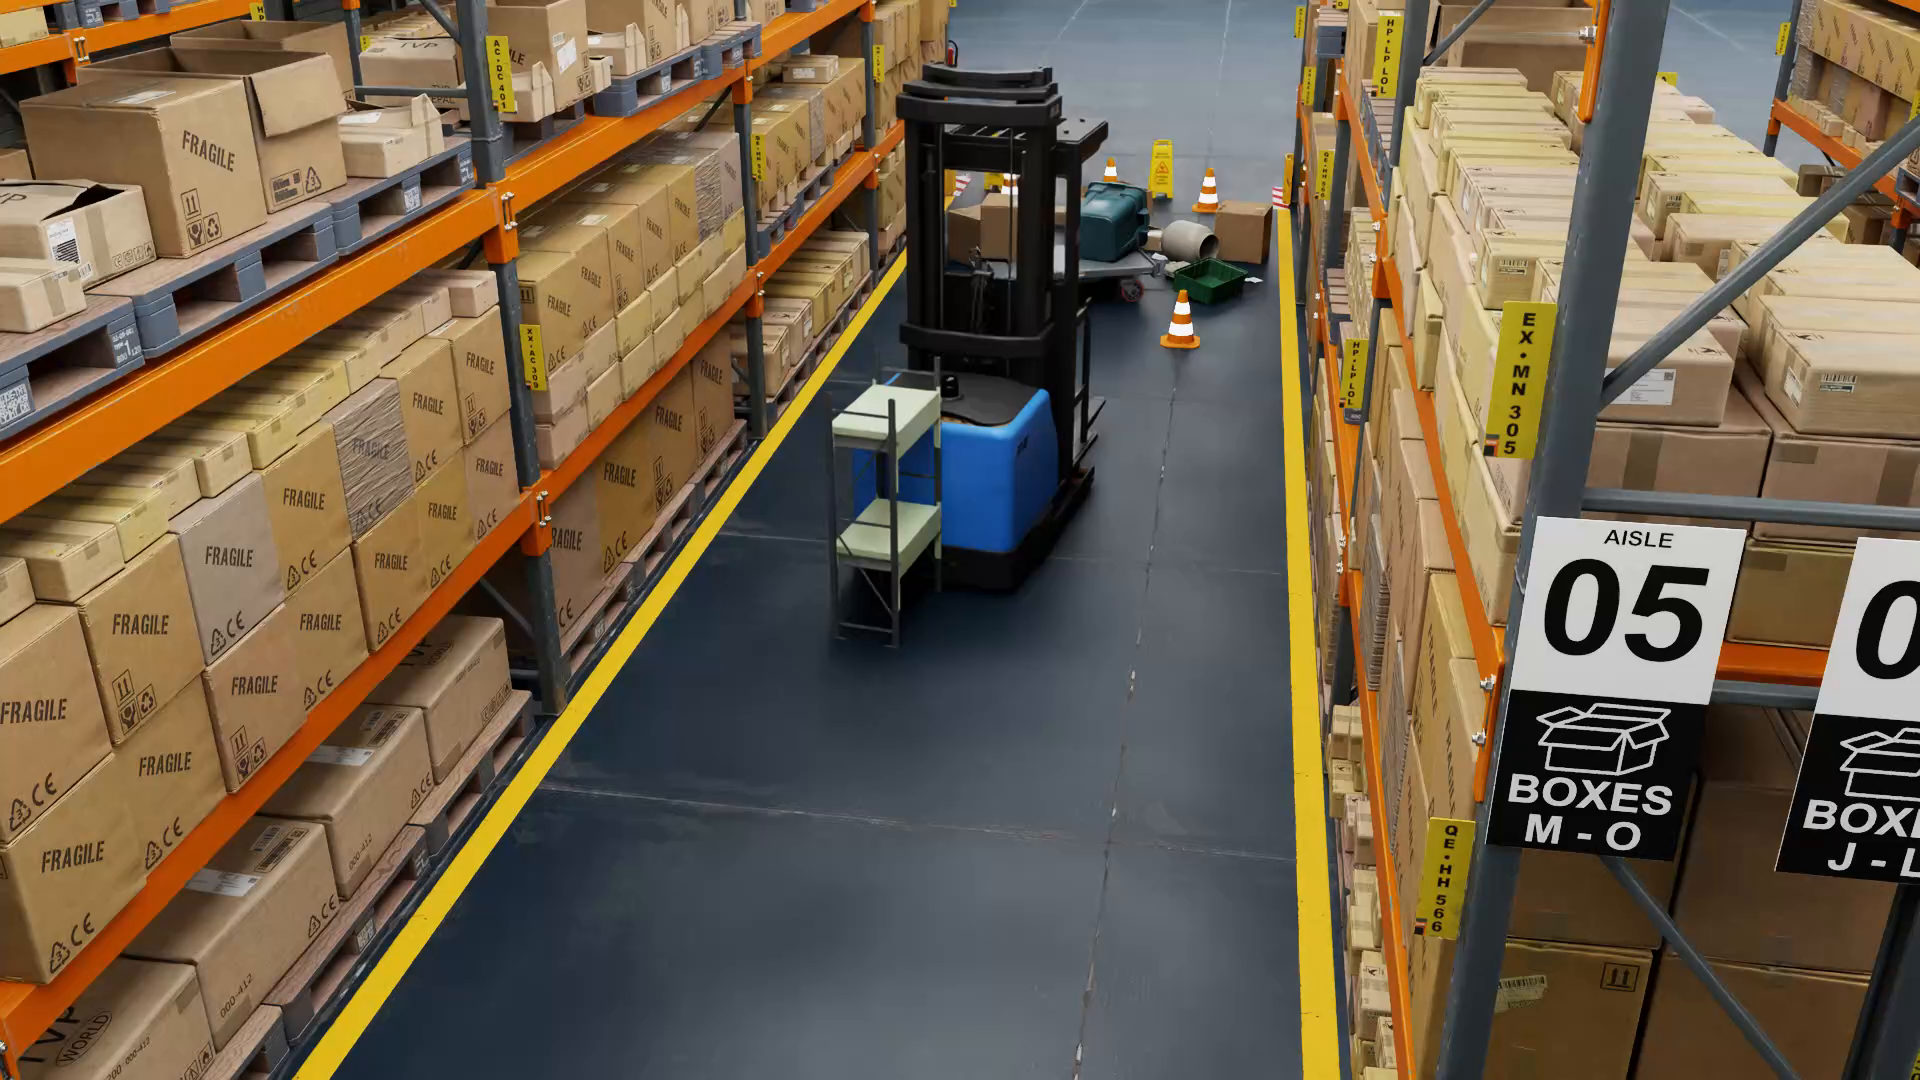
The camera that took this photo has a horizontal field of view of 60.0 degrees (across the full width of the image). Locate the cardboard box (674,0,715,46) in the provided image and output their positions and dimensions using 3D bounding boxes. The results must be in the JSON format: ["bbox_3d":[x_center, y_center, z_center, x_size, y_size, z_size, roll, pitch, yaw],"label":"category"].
[{"bbox_3d":[-1.913,-3.322,10.156,0.700,0.500,0.500,3,25,6],"label":"cardboard box"}]

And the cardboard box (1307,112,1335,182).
[{"bbox_3d":[3.264,-3.371,14.296,0.500,0.500,0.500,4,25,9],"label":"cardboard box"}]

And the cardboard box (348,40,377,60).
[{"bbox_3d":[-5.837,-4.757,16.140,0.380,0.149,0.250,5,25,10],"label":"cardboard box"}]

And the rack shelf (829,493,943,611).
[{"bbox_3d":[-0.419,0.059,9.623,0.431,0.370,0.720,8,26,17],"label":"rack shelf"}]

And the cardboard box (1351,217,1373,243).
[{"bbox_3d":[2.654,-1.907,10.386,0.380,0.149,0.250,3,25,7],"label":"cardboard box"}]

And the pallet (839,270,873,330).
[{"bbox_3d":[-1.410,-2.239,15.284,1.003,0.211,1.213,4,25,9],"label":"pallet"}]

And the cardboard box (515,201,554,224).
[{"bbox_3d":[-2.587,-1.612,9.358,0.500,0.500,0.500,5,26,10],"label":"cardboard box"}]

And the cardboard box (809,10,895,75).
[{"bbox_3d":[-0.999,-4.630,15.454,0.700,0.500,0.500,4,25,8],"label":"cardboard box"}]

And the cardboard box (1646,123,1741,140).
[{"bbox_3d":[2.364,-1.292,5.551,0.380,0.149,0.250,3,25,6],"label":"cardboard box"}]

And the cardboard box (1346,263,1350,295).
[{"bbox_3d":[2.645,-1.645,10.527,0.380,0.149,0.250,5,26,11],"label":"cardboard box"}]

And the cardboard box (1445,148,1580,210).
[{"bbox_3d":[1.730,-1.117,5.177,0.380,0.149,0.250,3,25,7],"label":"cardboard box"}]

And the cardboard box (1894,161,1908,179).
[{"bbox_3d":[8.237,-3.138,14.211,0.380,0.149,0.250,4,25,9],"label":"cardboard box"}]

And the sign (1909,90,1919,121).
[{"bbox_3d":[7.956,-3.568,13.812,0.100,0.325,0.005,4,25,9],"label":"sign"}]

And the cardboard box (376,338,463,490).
[{"bbox_3d":[-2.488,-0.552,7.093,0.500,0.500,0.500,4,25,8],"label":"cardboard box"}]

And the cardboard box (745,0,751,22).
[{"bbox_3d":[-1.677,-3.679,11.692,0.396,0.266,0.258,4,25,9],"label":"cardboard box"}]

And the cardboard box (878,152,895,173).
[{"bbox_3d":[-0.842,-3.682,16.177,0.380,0.149,0.250,4,25,9],"label":"cardboard box"}]

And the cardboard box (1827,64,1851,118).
[{"bbox_3d":[8.941,-4.342,16.020,0.875,0.500,0.500,4,25,9],"label":"cardboard box"}]

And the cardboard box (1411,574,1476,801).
[{"bbox_3d":[1.567,0.438,4.627,0.500,0.500,0.500,3,25,7],"label":"cardboard box"}]

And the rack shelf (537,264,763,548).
[{"bbox_3d":[-2.265,-0.992,10.181,1.077,0.370,4.000,4,25,9],"label":"rack shelf"}]

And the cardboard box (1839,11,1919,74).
[{"bbox_3d":[8.543,-4.608,15.409,0.500,0.500,0.500,4,25,9],"label":"cardboard box"}]

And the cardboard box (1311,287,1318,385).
[{"bbox_3d":[3.290,-1.640,12.873,1.050,0.750,0.750,4,25,9],"label":"cardboard box"}]

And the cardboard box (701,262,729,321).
[{"bbox_3d":[-1.833,-1.643,10.898,0.500,0.250,0.500,4,25,9],"label":"cardboard box"}]

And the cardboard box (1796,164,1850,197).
[{"bbox_3d":[9.027,-3.612,17.382,0.500,0.500,0.500,9,27,18],"label":"cardboard box"}]

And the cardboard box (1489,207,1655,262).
[{"bbox_3d":[1.634,-0.789,4.475,0.380,0.149,0.250,3,25,7],"label":"cardboard box"}]

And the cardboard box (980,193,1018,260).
[{"bbox_3d":[0.476,-2.928,15.522,0.500,0.500,0.500,4,25,9],"label":"cardboard box"}]

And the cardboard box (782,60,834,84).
[{"bbox_3d":[-1.259,-3.878,13.766,0.380,0.149,0.250,3,25,6],"label":"cardboard box"}]

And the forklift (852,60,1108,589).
[{"bbox_3d":[0.291,-1.634,10.784,1.130,2.935,3.031,8,26,17],"label":"forklift"}]

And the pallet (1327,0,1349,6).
[{"bbox_3d":[3.194,-3.868,12.160,1.003,0.211,1.213,5,26,11],"label":"pallet"}]

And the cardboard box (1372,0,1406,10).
[{"bbox_3d":[2.537,-3.129,9.338,0.396,0.266,0.258,4,25,9],"label":"cardboard box"}]

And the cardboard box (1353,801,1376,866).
[{"bbox_3d":[1.809,1.212,6.788,0.380,0.149,0.250,5,25,10],"label":"cardboard box"}]

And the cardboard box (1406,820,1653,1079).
[{"bbox_3d":[1.474,1.106,4.380,0.500,0.500,0.500,5,25,10],"label":"cardboard box"}]

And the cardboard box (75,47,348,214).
[{"bbox_3d":[-2.781,-1.556,6.263,0.797,0.503,0.637,6,26,13],"label":"cardboard box"}]

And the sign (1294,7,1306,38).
[{"bbox_3d":[3.723,-5.669,18.208,0.100,0.325,0.005,4,25,9],"label":"sign"}]

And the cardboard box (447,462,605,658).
[{"bbox_3d":[-2.570,0.025,9.168,0.875,0.875,0.875,5,26,10],"label":"cardboard box"}]

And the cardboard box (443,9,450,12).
[{"bbox_3d":[-5.452,-5.720,18.198,0.380,0.149,0.250,5,25,10],"label":"cardboard box"}]

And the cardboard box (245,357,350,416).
[{"bbox_3d":[-2.600,-0.593,6.415,0.380,0.149,0.250,3,25,7],"label":"cardboard box"}]

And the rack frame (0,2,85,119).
[{"bbox_3d":[-6.836,-2.497,12.547,1.000,3.000,0.127,4,25,9],"label":"rack frame"}]

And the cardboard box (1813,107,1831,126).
[{"bbox_3d":[8.681,-4.181,16.440,0.380,0.149,0.250,4,25,9],"label":"cardboard box"}]

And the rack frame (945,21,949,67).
[{"bbox_3d":[-0.631,-5.501,18.963,1.000,3.000,0.127,4,25,9],"label":"rack frame"}]

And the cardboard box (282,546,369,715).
[{"bbox_3d":[-2.663,0.329,6.390,0.500,0.500,0.500,5,26,10],"label":"cardboard box"}]

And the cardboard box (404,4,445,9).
[{"bbox_3d":[-5.954,-5.870,18.519,0.380,0.149,0.250,4,25,9],"label":"cardboard box"}]

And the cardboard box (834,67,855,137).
[{"bbox_3d":[-1.213,-3.781,14.326,0.500,0.500,0.500,4,25,9],"label":"cardboard box"}]

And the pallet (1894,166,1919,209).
[{"bbox_3d":[8.224,-2.745,13.302,1.003,0.211,1.213,4,25,9],"label":"pallet"}]

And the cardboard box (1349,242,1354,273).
[{"bbox_3d":[2.642,-1.763,10.429,0.380,0.149,0.250,5,26,11],"label":"cardboard box"}]

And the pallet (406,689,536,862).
[{"bbox_3d":[-2.793,1.094,8.164,1.003,0.211,1.213,4,25,9],"label":"pallet"}]

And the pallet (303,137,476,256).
[{"bbox_3d":[-2.736,-1.459,6.894,1.003,0.211,1.213,4,25,9],"label":"pallet"}]

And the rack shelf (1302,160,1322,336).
[{"bbox_3d":[3.289,-2.365,13.112,1.077,0.370,4.000,4,25,9],"label":"rack shelf"}]

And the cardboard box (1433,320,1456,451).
[{"bbox_3d":[1.638,-0.428,4.764,0.500,0.250,0.500,5,26,11],"label":"cardboard box"}]

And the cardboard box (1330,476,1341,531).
[{"bbox_3d":[2.277,-0.122,9.041,0.500,0.250,0.500,5,26,11],"label":"cardboard box"}]

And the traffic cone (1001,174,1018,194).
[{"bbox_3d":[0.572,-4.082,18.926,0.336,0.463,0.334,4,25,9],"label":"traffic cone"}]

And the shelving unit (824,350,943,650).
[{"bbox_3d":[-0.419,-0.236,9.485,0.431,1.500,0.755,8,26,17],"label":"shelving unit"}]

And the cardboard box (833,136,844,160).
[{"bbox_3d":[-1.202,-3.344,14.156,0.380,0.149,0.250,4,25,9],"label":"cardboard box"}]

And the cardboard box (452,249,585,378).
[{"bbox_3d":[-2.236,-1.144,8.358,0.500,0.500,0.500,4,25,9],"label":"cardboard box"}]

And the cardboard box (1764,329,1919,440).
[{"bbox_3d":[1.932,-0.325,3.486,0.380,0.149,0.250,4,25,8],"label":"cardboard box"}]

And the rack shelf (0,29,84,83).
[{"bbox_3d":[-7.163,-2.693,10.276,1.077,0.370,4.000,4,25,9],"label":"rack shelf"}]

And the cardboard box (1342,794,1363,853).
[{"bbox_3d":[1.899,1.269,7.369,0.380,0.149,0.250,4,25,8],"label":"cardboard box"}]

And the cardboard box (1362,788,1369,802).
[{"bbox_3d":[1.976,1.131,7.312,0.380,0.149,0.250,4,25,8],"label":"cardboard box"}]

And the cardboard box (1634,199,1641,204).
[{"bbox_3d":[2.306,-1.052,5.509,0.500,0.250,0.500,5,26,11],"label":"cardboard box"}]
